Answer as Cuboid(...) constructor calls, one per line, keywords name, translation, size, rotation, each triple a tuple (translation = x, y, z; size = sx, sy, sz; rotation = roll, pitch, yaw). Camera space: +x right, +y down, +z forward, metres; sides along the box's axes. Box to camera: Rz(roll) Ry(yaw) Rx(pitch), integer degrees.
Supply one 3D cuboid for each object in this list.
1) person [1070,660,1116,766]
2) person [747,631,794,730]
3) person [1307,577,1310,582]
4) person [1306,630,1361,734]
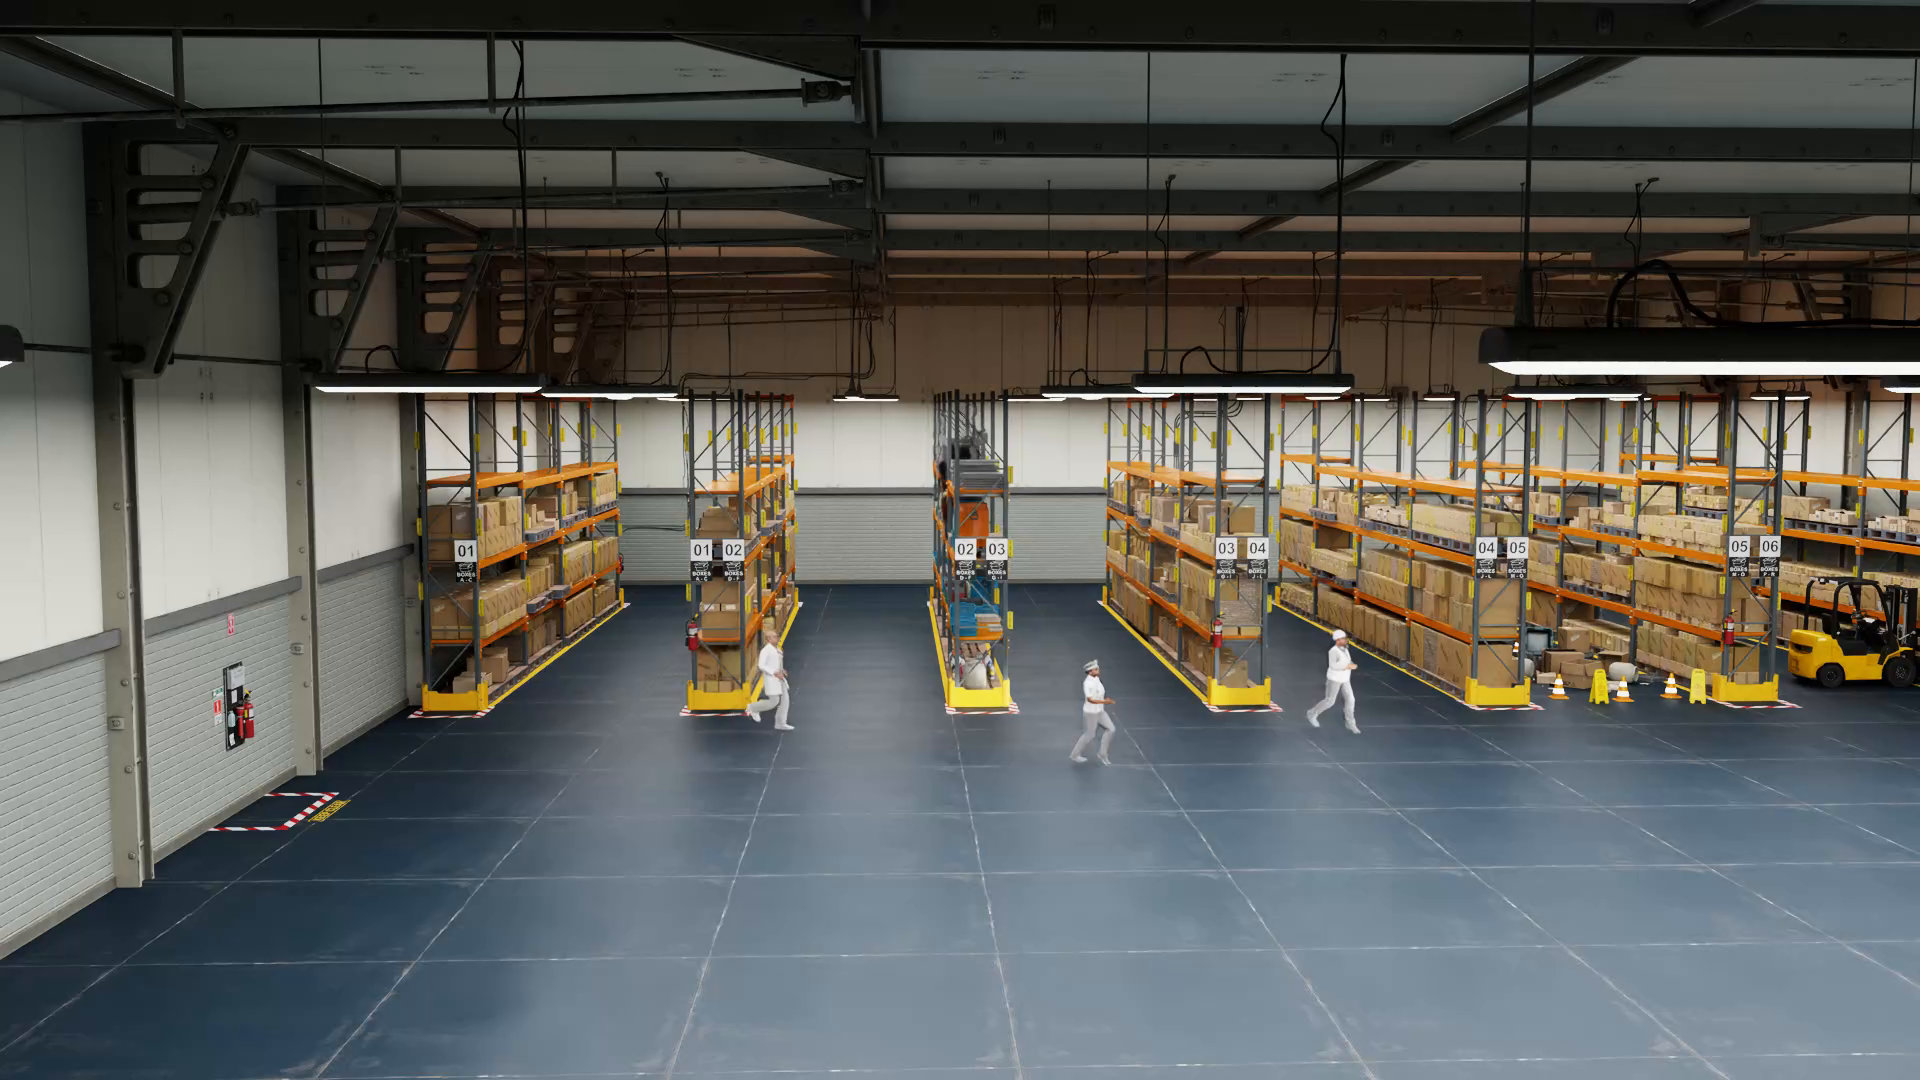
Cuboid(name="person", translation=(2.125, 2.749, 26.410), size=(0.734, 1.728, 0.581), rotation=(2, 5, 25))
Cuboid(name="person", translation=(-3.290, 2.469, 29.276), size=(0.792, 1.752, 0.723), rotation=(2, 5, 21))
Cuboid(name="person", translation=(10.386, 0.938, 48.716), size=(0.528, 1.622, 0.633), rotation=(3, 6, 35))
Cuboid(name="person", translation=(6.574, 2.463, 29.113), size=(0.953, 1.806, 0.665), rotation=(4, 6, 41))
